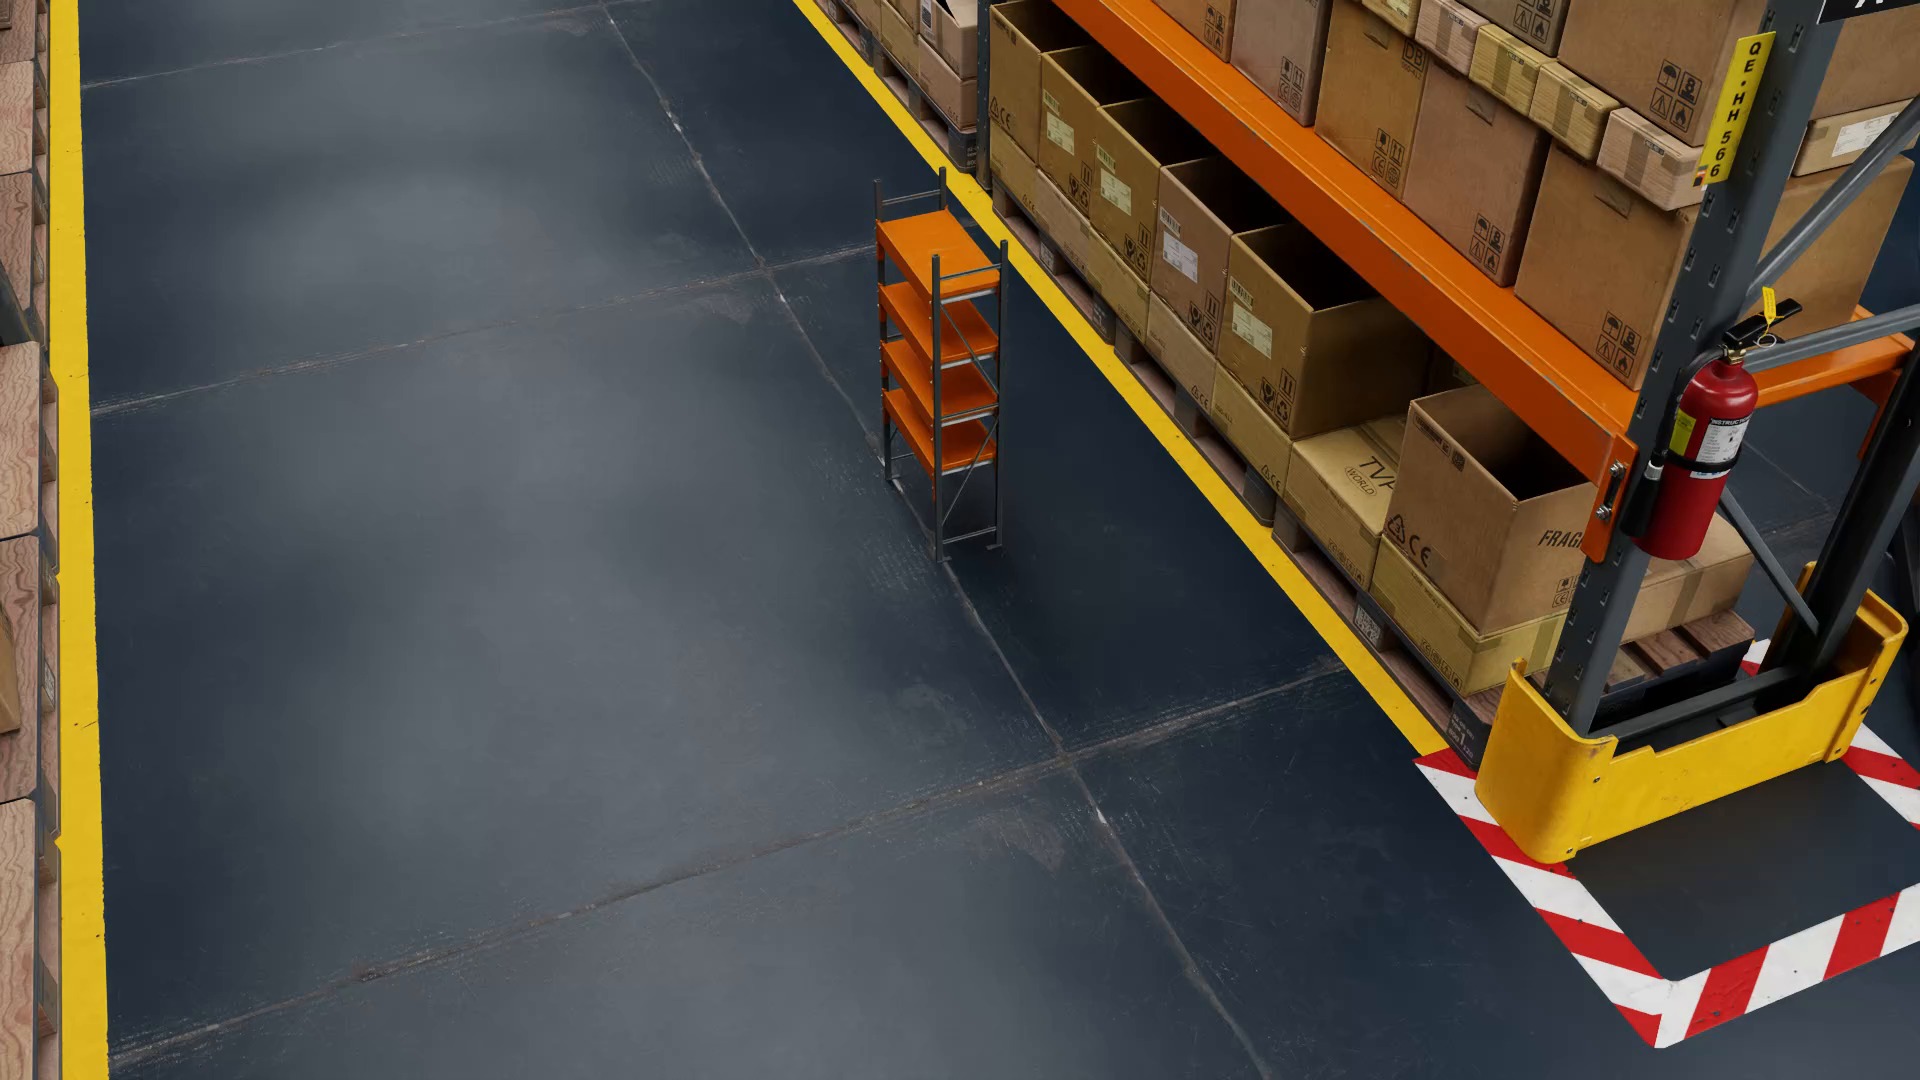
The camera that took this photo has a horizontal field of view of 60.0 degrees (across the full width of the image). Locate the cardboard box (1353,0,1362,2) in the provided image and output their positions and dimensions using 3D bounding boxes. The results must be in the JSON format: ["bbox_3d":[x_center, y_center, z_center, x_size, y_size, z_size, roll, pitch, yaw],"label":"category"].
[{"bbox_3d":[1.269,-1.720,4.876,0.380,0.149,0.250,-14,43,-16],"label":"cardboard box"}]

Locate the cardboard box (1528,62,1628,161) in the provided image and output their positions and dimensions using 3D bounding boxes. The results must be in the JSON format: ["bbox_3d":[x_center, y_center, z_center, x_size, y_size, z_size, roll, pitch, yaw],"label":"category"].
[{"bbox_3d":[1.665,-1.098,4.152,0.380,0.149,0.250,-14,43,-16],"label":"cardboard box"}]

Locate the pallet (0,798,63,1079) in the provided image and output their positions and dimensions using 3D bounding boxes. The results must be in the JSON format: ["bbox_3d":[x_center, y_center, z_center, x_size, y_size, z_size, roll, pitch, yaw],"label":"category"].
[{"bbox_3d":[-2.794,1.277,4.103,1.003,0.211,1.213,-15,43,-17],"label":"pallet"}]

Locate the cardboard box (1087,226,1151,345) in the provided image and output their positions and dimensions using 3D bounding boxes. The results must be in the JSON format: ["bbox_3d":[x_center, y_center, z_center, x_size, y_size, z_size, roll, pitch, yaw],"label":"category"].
[{"bbox_3d":[0.828,-1.041,6.446,0.500,0.250,0.500,-15,43,-17],"label":"cardboard box"}]

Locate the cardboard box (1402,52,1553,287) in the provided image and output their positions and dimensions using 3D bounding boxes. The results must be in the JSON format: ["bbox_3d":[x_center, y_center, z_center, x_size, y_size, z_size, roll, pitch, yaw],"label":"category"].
[{"bbox_3d":[1.716,-1.112,4.666,0.700,0.500,0.500,-14,43,-16],"label":"cardboard box"}]

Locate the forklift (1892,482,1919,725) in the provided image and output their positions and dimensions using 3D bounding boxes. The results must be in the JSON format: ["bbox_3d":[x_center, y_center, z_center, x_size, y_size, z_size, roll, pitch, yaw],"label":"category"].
[{"bbox_3d":[3.732,-1.021,4.690,1.130,2.935,3.031,12,42,14],"label":"forklift"}]

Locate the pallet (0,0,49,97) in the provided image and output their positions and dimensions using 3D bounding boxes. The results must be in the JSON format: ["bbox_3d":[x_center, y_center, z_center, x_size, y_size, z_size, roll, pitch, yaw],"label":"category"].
[{"bbox_3d":[-5.250,-2.527,8.527,1.003,0.211,1.213,-15,43,-17],"label":"pallet"}]

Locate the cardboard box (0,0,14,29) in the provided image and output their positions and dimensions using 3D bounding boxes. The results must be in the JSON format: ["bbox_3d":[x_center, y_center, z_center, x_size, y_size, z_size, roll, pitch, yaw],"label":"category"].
[{"bbox_3d":[-5.224,-2.854,8.348,0.700,0.500,0.500,-15,43,-16],"label":"cardboard box"}]

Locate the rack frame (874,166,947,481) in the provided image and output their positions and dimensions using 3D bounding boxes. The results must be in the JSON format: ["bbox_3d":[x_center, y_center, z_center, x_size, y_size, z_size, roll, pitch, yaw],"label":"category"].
[{"bbox_3d":[-0.157,-0.702,5.646,0.240,1.200,0.015,-15,43,-17],"label":"rack frame"}]

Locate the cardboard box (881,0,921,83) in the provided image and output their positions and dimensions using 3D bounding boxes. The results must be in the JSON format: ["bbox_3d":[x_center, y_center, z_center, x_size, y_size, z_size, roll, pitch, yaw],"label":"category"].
[{"bbox_3d":[-0.060,-2.483,8.124,0.500,0.250,0.500,-16,43,-18],"label":"cardboard box"}]

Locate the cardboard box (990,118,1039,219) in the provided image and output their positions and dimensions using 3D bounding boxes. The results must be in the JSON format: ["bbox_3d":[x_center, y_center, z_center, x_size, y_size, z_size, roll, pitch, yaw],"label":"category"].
[{"bbox_3d":[0.455,-1.646,7.150,0.500,0.250,0.500,-15,43,-17],"label":"cardboard box"}]

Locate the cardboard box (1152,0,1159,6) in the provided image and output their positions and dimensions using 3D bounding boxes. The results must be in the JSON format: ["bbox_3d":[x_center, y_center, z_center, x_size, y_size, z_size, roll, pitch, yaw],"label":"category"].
[{"bbox_3d":[0.941,-2.340,6.094,0.700,0.500,0.500,-16,43,-17],"label":"cardboard box"}]

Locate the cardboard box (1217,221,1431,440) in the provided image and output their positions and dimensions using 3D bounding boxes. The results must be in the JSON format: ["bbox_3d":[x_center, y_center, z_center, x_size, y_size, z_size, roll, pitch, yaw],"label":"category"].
[{"bbox_3d":[1.212,-0.723,5.502,0.500,0.500,0.500,-15,43,-17],"label":"cardboard box"}]

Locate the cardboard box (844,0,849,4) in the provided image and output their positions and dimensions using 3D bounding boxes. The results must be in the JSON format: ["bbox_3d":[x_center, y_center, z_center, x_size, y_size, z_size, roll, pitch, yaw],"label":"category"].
[{"bbox_3d":[-0.450,-3.098,8.839,0.500,0.250,0.500,-14,43,-16],"label":"cardboard box"}]

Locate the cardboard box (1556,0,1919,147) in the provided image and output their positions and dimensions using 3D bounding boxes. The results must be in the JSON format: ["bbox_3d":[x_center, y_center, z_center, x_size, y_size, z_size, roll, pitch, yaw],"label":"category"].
[{"bbox_3d":[1.901,-1.320,3.913,0.700,0.500,0.500,-15,43,-17],"label":"cardboard box"}]

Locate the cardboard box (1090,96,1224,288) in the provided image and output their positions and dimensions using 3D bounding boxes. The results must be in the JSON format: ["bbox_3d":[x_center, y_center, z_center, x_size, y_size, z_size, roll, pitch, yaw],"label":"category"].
[{"bbox_3d":[0.829,-1.325,6.202,0.500,0.500,0.500,-15,43,-17],"label":"cardboard box"}]

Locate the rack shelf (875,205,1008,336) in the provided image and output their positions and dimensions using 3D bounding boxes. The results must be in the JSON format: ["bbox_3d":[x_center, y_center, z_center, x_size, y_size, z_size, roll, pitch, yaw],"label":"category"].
[{"bbox_3d":[-0.063,-0.853,5.219,0.258,0.148,0.480,-15,43,-17],"label":"rack shelf"}]

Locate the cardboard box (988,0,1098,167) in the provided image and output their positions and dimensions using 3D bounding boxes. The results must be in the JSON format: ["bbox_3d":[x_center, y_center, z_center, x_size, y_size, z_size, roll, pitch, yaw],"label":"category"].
[{"bbox_3d":[0.446,-1.927,6.902,0.500,0.500,0.500,-15,43,-17],"label":"cardboard box"}]

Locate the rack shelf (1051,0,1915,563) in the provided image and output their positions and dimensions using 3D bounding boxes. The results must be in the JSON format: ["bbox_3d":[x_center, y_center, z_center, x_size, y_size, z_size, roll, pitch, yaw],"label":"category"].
[{"bbox_3d":[1.323,-1.406,5.637,1.077,0.370,4.000,-15,43,-17],"label":"rack shelf"}]

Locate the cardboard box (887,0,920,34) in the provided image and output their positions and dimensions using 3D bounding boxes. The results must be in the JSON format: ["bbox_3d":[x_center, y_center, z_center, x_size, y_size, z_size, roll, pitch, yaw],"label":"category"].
[{"bbox_3d":[-0.067,-2.697,7.943,0.500,0.311,0.500,-14,43,-16],"label":"cardboard box"}]

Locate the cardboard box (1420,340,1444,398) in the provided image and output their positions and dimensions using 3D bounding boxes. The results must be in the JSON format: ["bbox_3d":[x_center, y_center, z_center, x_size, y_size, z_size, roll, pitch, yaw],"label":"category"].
[{"bbox_3d":[1.693,-0.853,5.652,0.500,0.500,0.500,-15,43,-17],"label":"cardboard box"}]

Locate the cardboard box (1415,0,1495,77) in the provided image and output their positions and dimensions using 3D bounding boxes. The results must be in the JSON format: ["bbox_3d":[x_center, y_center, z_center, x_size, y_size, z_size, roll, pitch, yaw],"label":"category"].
[{"bbox_3d":[1.473,-1.404,4.508,0.380,0.149,0.250,-15,43,-16],"label":"cardboard box"}]

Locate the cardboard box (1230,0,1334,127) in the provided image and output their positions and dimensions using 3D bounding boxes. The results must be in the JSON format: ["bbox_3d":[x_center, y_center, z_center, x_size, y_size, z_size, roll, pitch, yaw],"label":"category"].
[{"bbox_3d":[1.327,-1.728,5.383,0.700,0.500,0.500,-14,43,-16],"label":"cardboard box"}]

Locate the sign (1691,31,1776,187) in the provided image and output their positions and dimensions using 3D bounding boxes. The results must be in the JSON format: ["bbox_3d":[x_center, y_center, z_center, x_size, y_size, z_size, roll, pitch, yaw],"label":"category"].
[{"bbox_3d":[1.582,-0.876,3.399,0.100,0.325,0.005,-15,43,-17],"label":"sign"}]

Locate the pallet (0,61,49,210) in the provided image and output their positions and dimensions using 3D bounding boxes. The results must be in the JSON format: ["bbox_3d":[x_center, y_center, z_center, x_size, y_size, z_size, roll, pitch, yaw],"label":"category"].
[{"bbox_3d":[-4.787,-1.793,7.673,1.003,0.211,1.213,-15,43,-17],"label":"pallet"}]

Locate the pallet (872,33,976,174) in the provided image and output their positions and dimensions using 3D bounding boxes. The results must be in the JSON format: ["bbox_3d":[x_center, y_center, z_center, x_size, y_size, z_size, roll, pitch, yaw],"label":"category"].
[{"bbox_3d":[0.240,-2.261,8.217,1.003,0.211,1.213,-15,43,-17],"label":"pallet"}]

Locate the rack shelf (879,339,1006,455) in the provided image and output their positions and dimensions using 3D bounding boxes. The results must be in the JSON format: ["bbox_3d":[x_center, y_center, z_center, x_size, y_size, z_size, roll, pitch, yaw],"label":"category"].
[{"bbox_3d":[-0.063,-0.504,5.519,0.258,0.148,0.480,-15,43,-17],"label":"rack shelf"}]

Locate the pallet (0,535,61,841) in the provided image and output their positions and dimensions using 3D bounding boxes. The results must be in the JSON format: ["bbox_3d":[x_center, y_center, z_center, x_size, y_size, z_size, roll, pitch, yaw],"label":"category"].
[{"bbox_3d":[-3.257,0.543,4.956,1.003,0.211,1.213,-15,43,-17],"label":"pallet"}]

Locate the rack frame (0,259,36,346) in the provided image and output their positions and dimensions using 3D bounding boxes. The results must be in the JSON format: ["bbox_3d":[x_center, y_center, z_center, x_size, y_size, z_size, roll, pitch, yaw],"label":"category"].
[{"bbox_3d":[-4.017,-1.646,5.363,1.000,3.000,0.127,-15,43,-17],"label":"rack frame"}]

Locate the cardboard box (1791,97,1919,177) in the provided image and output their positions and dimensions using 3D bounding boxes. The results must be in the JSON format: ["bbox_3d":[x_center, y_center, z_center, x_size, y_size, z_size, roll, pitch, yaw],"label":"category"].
[{"bbox_3d":[2.137,-1.048,4.094,0.380,0.149,0.250,-15,43,-17],"label":"cardboard box"}]

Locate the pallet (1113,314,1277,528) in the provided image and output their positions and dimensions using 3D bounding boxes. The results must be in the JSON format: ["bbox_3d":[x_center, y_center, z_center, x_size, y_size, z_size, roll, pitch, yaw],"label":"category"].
[{"bbox_3d":[1.294,-0.601,6.287,1.003,0.211,1.213,-15,43,-17],"label":"pallet"}]

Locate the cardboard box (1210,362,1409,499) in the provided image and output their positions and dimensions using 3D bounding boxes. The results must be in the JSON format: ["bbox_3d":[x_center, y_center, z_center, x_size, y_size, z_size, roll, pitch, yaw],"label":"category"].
[{"bbox_3d":[1.215,-0.439,5.747,0.500,0.250,0.500,-15,43,-17],"label":"cardboard box"}]

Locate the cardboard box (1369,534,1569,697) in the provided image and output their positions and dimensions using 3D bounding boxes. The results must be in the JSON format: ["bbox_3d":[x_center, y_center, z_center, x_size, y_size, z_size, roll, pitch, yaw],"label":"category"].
[{"bbox_3d":[1.610,0.160,5.050,0.500,0.250,0.500,-15,43,-17],"label":"cardboard box"}]

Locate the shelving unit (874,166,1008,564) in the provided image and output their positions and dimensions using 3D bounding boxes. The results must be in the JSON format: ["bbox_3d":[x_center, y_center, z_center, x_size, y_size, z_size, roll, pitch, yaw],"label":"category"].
[{"bbox_3d":[-0.063,-0.555,5.475,0.258,1.200,0.503,-15,43,-17],"label":"shelving unit"}]
